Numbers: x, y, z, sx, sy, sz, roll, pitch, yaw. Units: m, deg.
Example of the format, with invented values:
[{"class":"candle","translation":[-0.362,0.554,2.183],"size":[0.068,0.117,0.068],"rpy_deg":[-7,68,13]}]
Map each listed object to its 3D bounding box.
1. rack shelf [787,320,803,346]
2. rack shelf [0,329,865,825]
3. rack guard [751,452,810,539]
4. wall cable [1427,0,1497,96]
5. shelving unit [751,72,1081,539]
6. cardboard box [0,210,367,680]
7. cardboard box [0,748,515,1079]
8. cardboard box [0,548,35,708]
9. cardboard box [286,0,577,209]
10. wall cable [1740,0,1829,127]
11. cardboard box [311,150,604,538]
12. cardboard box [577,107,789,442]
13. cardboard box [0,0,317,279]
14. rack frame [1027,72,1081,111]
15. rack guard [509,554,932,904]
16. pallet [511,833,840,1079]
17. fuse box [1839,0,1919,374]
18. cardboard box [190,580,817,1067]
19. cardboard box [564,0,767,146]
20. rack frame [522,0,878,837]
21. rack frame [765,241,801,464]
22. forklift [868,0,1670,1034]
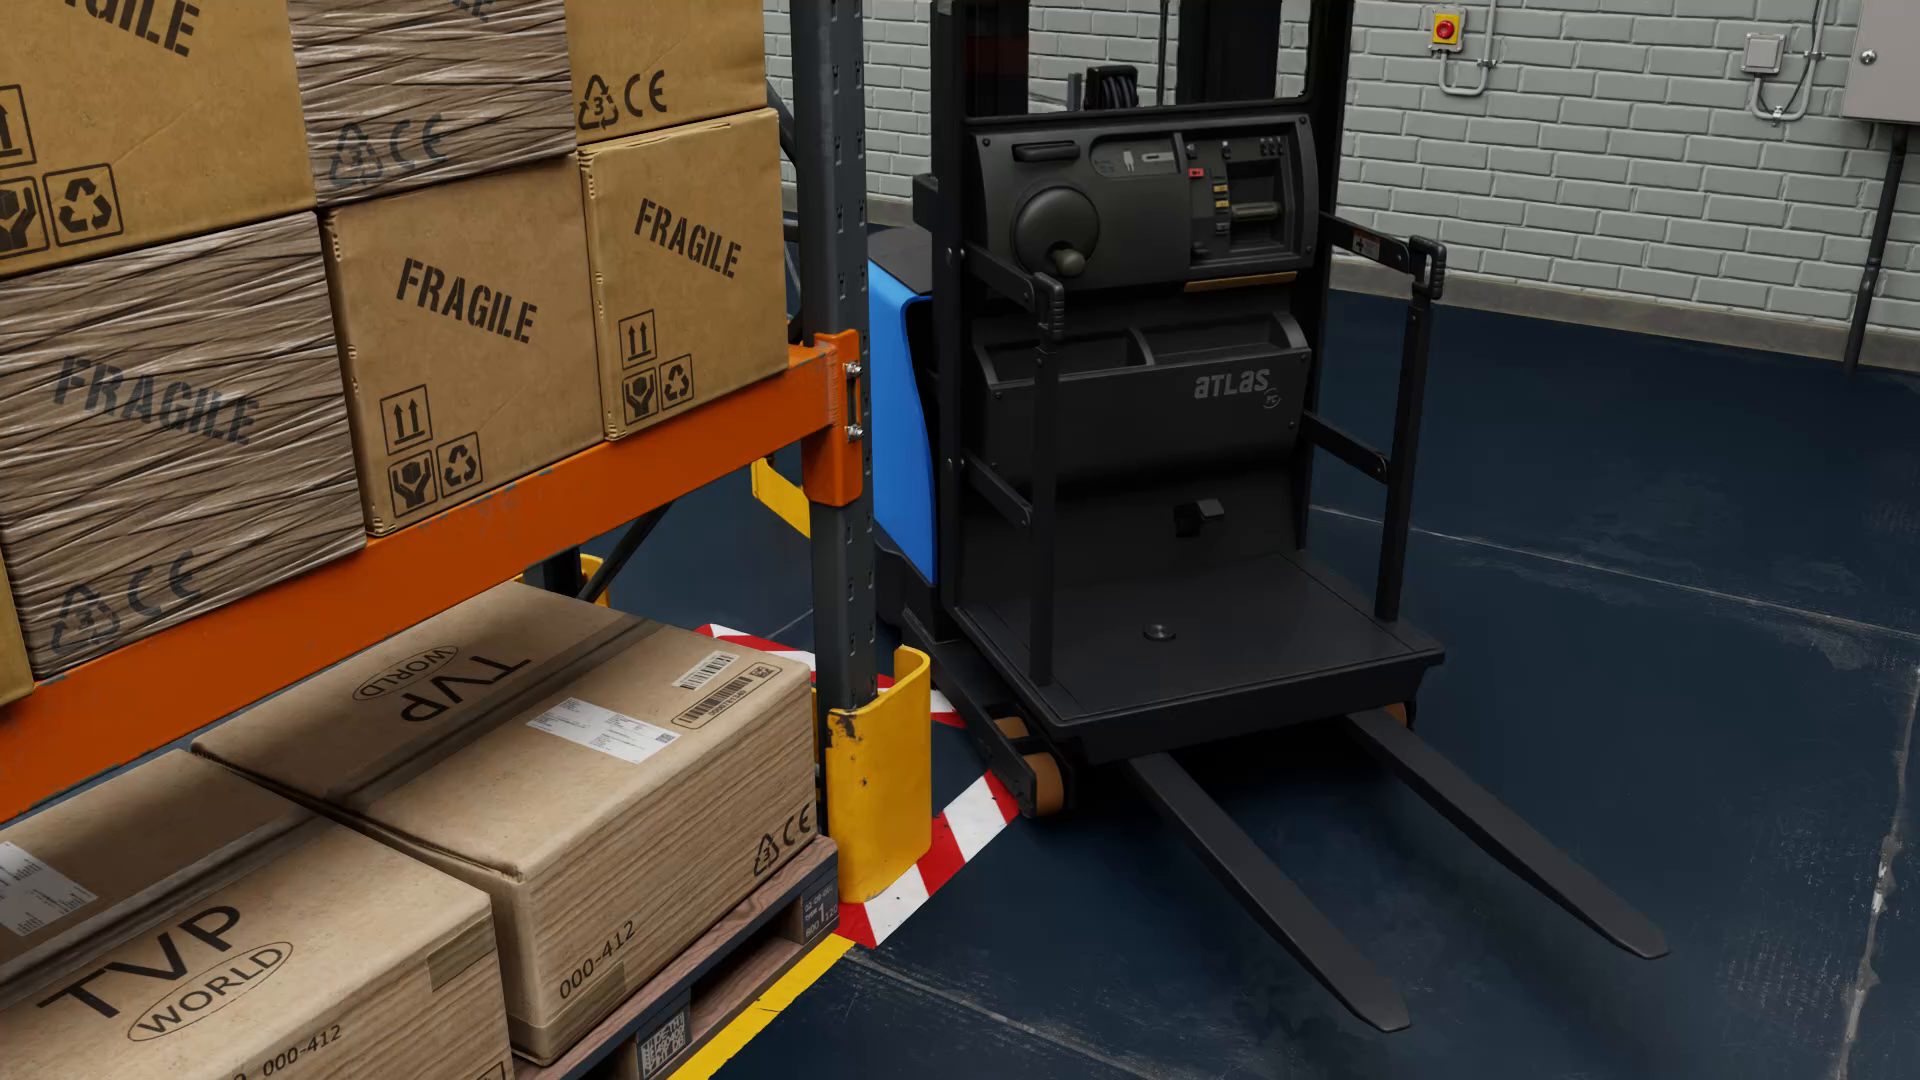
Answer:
[{"class":"rack shelf","translation":[-0.168,-0.702,5.937],"size":[1.000,0.185,0.538],"rpy_deg":[-13,27,-27]},{"class":"rack shelf","translation":[-1.699,0.302,2.182],"size":[1.077,0.370,4.000],"rpy_deg":[14,27,29]},{"class":"rack guard","translation":[-0.591,-0.196,5.888],"size":[0.087,0.250,0.587],"rpy_deg":[-13,27,-27]},{"class":"wall cable","translation":[2.311,-3.092,7.798],"size":[0.585,1.953,0.123],"rpy_deg":[14,27,29]},{"class":"shelving unit","translation":[-0.161,-0.869,5.870],"size":[1.083,1.500,0.587],"rpy_deg":[-13,27,-27]},{"class":"cardboard box","translation":[-1.214,-0.189,2.285],"size":[0.500,0.500,0.500],"rpy_deg":[15,27,30]},{"class":"cardboard box","translation":[-1.383,0.834,2.744],"size":[0.875,0.438,0.875],"rpy_deg":[15,27,30]},{"class":"cardboard box","translation":[-1.475,-0.012,1.876],"size":[0.500,0.500,0.500],"rpy_deg":[15,27,30]},{"class":"cardboard box","translation":[-0.946,-0.813,2.467],"size":[0.500,0.500,0.500],"rpy_deg":[14,27,29]},{"class":"wall cable","translation":[3.522,-2.784,7.127],"size":[0.588,1.984,0.122],"rpy_deg":[14,27,29]},{"class":"cardboard box","translation":[-0.951,-0.365,2.691],"size":[0.500,0.500,0.500],"rpy_deg":[13,27,28]},{"class":"cardboard box","translation":[-0.673,-0.531,3.075],"size":[0.500,0.500,0.500],"rpy_deg":[14,27,29]},{"class":"cardboard box","translation":[-1.210,-0.647,2.083],"size":[0.500,0.500,0.500],"rpy_deg":[14,27,29]},{"class":"rack frame","translation":[0.271,-0.969,6.100],"size":[0.032,1.500,0.500],"rpy_deg":[-13,27,-27]},{"class":"rack guard","translation":[-0.631,0.436,4.114],"size":[1.175,0.500,0.348],"rpy_deg":[14,27,29]},{"class":"pallet","translation":[-0.999,0.863,3.491],"size":[1.003,0.211,1.213],"rpy_deg":[14,27,29]},{"class":"fuse box","translation":[4.019,-1.531,7.132],"size":[0.539,1.711,0.414],"rpy_deg":[14,27,29]},{"class":"cardboard box","translation":[-0.907,0.524,3.461],"size":[0.875,0.438,0.875],"rpy_deg":[13,27,27]},{"class":"cardboard box","translation":[-0.696,-0.995,2.889],"size":[0.500,0.500,0.500],"rpy_deg":[15,28,31]},{"class":"rack frame","translation":[-0.644,-0.703,3.599],"size":[1.000,3.000,0.127],"rpy_deg":[14,27,29]},{"class":"rack frame","translation":[-0.608,-0.766,5.631],"size":[0.032,1.500,0.500],"rpy_deg":[-13,27,-27]},{"class":"forklift","translation":[0.561,-0.837,3.995],"size":[1.130,2.935,3.031],"rpy_deg":[-9,25,-19]}]
